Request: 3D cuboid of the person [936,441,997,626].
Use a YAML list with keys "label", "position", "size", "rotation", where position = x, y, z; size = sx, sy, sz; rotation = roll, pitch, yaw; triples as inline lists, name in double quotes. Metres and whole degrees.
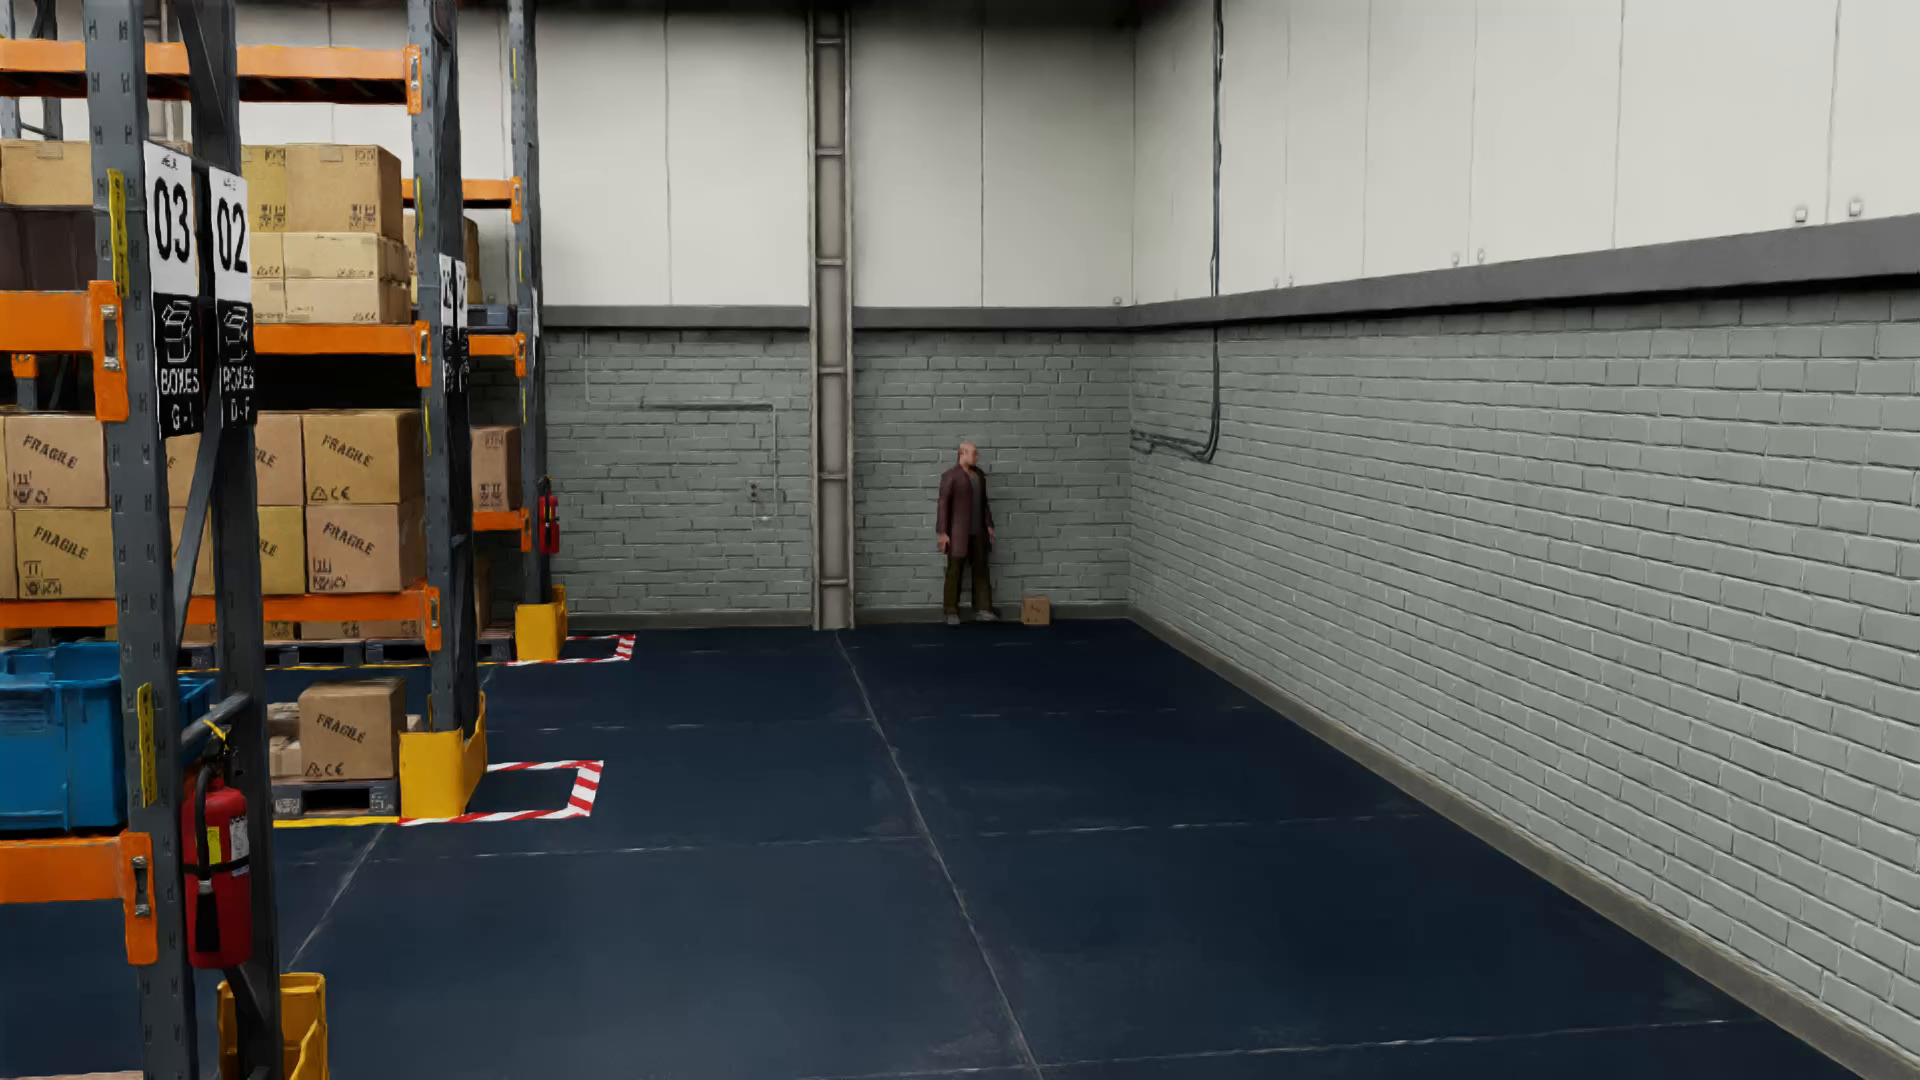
- label: "person"
  position: [0.094, -0.066, 16.131]
  size: [0.634, 1.787, 0.535]
  rotation: [-6, 9, -42]
